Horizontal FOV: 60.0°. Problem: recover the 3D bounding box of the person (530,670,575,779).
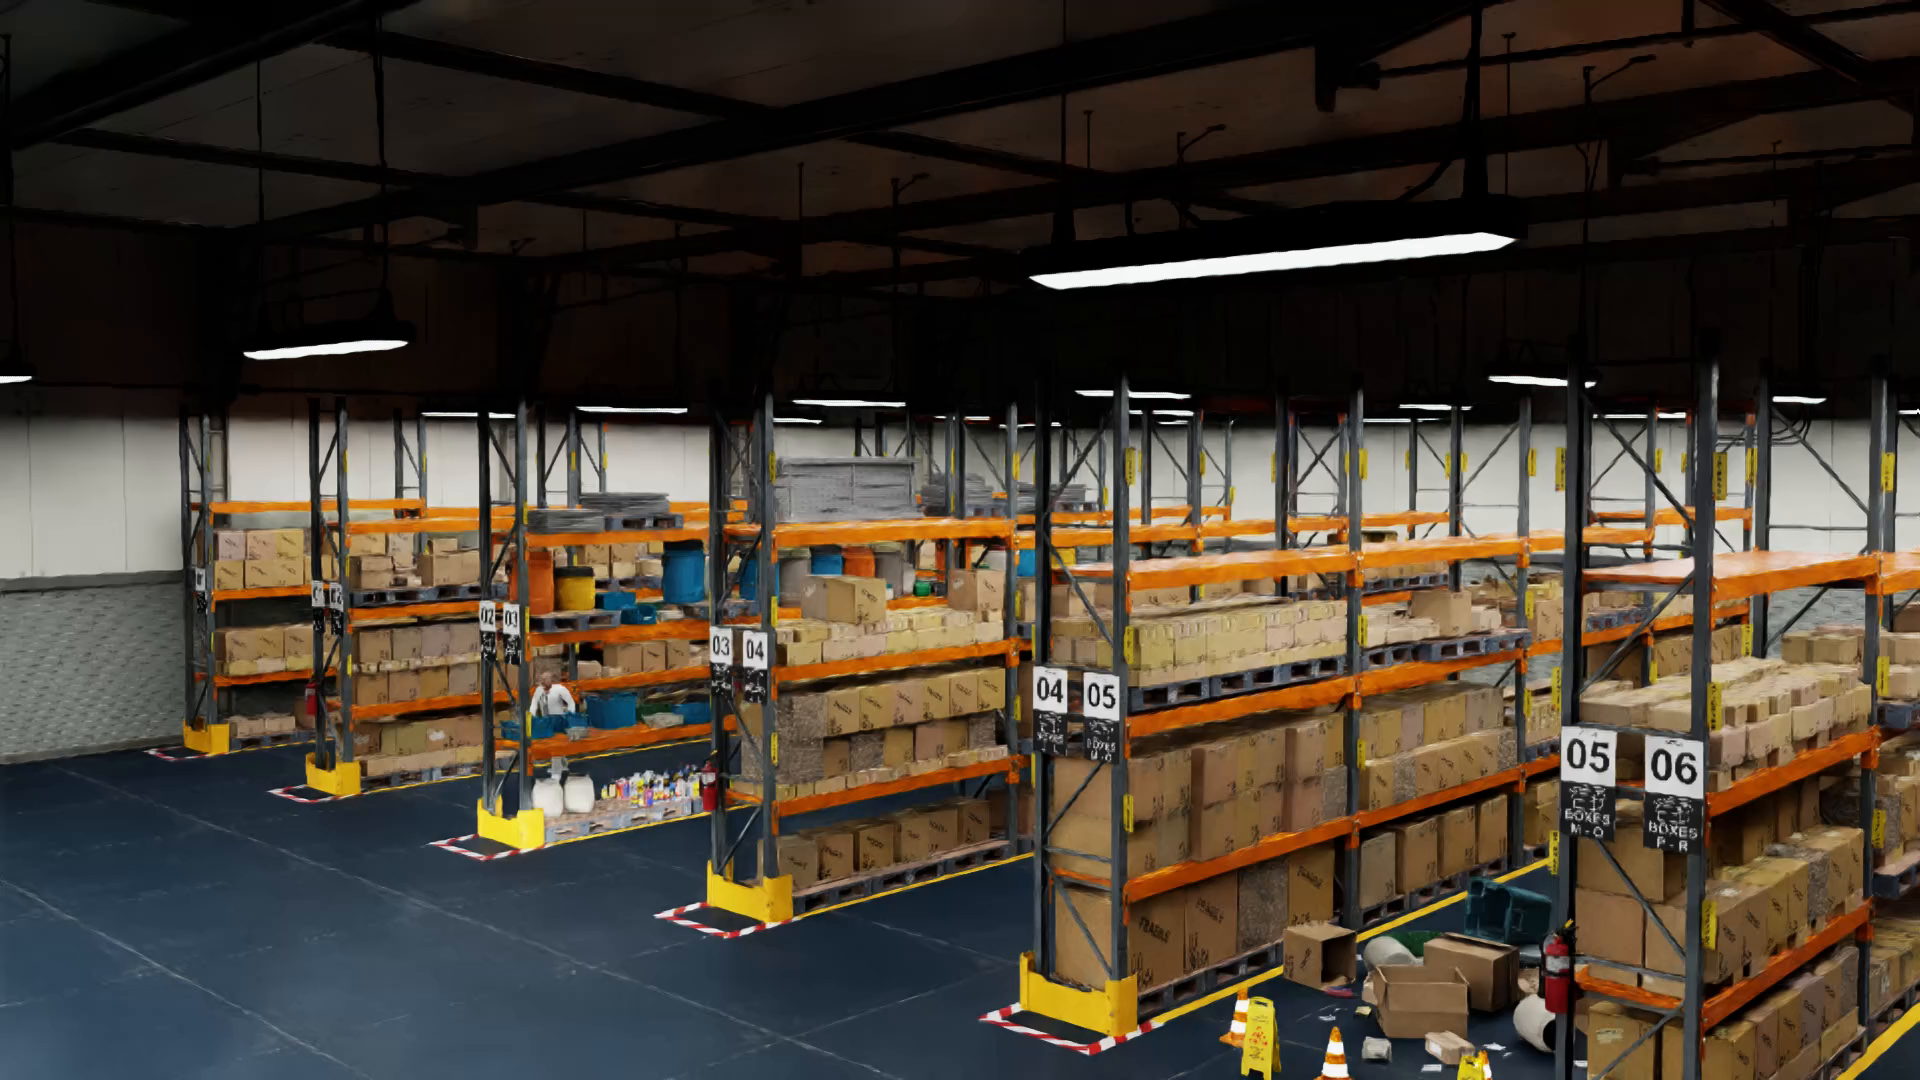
[{"bbox_3d":[-6.438,2.906,26.401,0.735,1.712,0.905,2,3,27],"label":"person"}]
